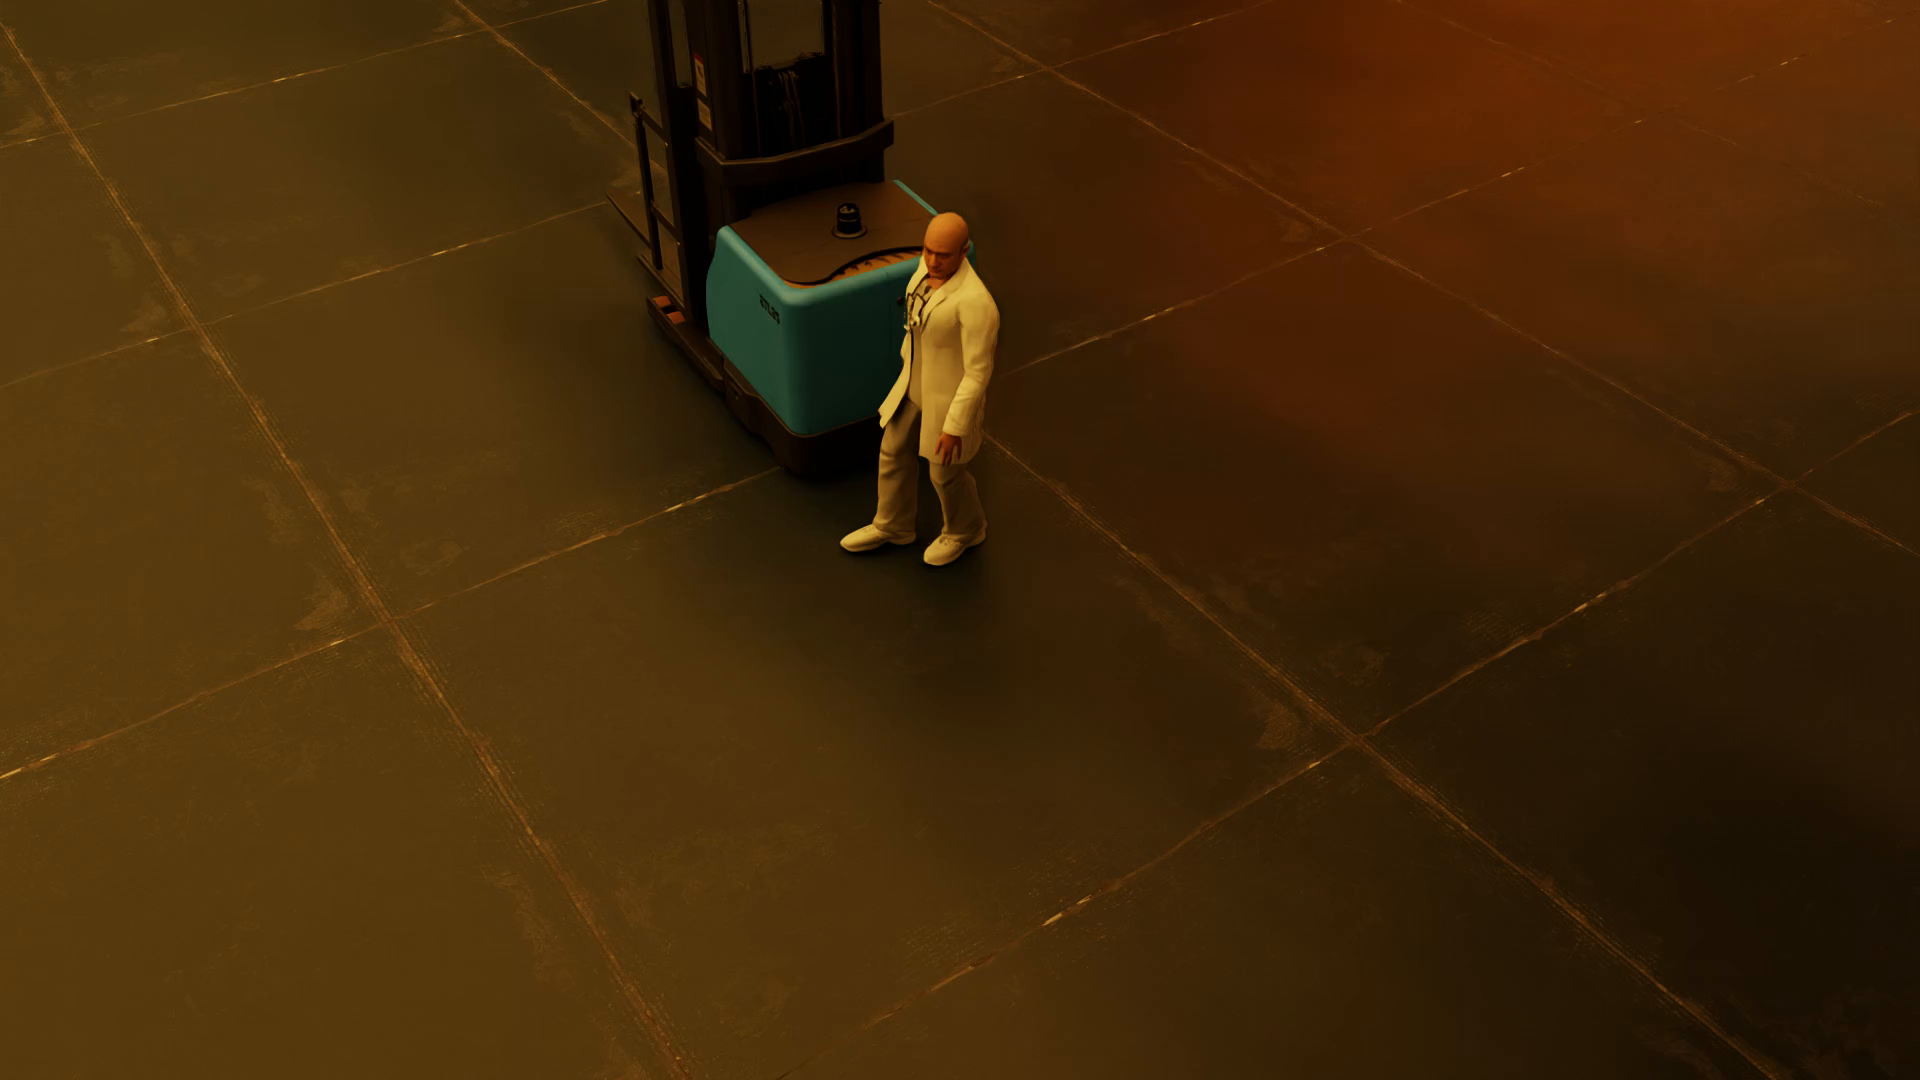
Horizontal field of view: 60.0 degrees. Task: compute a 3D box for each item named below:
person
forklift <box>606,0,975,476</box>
[{"bbox_3d":[-0.161,-0.597,7.204,0.657,1.764,0.752,-21,44,-24],"label":"person"},{"bbox_3d":[-1.092,-2.360,8.419,1.130,2.935,3.031,-21,44,-23],"label":"forklift"}]
